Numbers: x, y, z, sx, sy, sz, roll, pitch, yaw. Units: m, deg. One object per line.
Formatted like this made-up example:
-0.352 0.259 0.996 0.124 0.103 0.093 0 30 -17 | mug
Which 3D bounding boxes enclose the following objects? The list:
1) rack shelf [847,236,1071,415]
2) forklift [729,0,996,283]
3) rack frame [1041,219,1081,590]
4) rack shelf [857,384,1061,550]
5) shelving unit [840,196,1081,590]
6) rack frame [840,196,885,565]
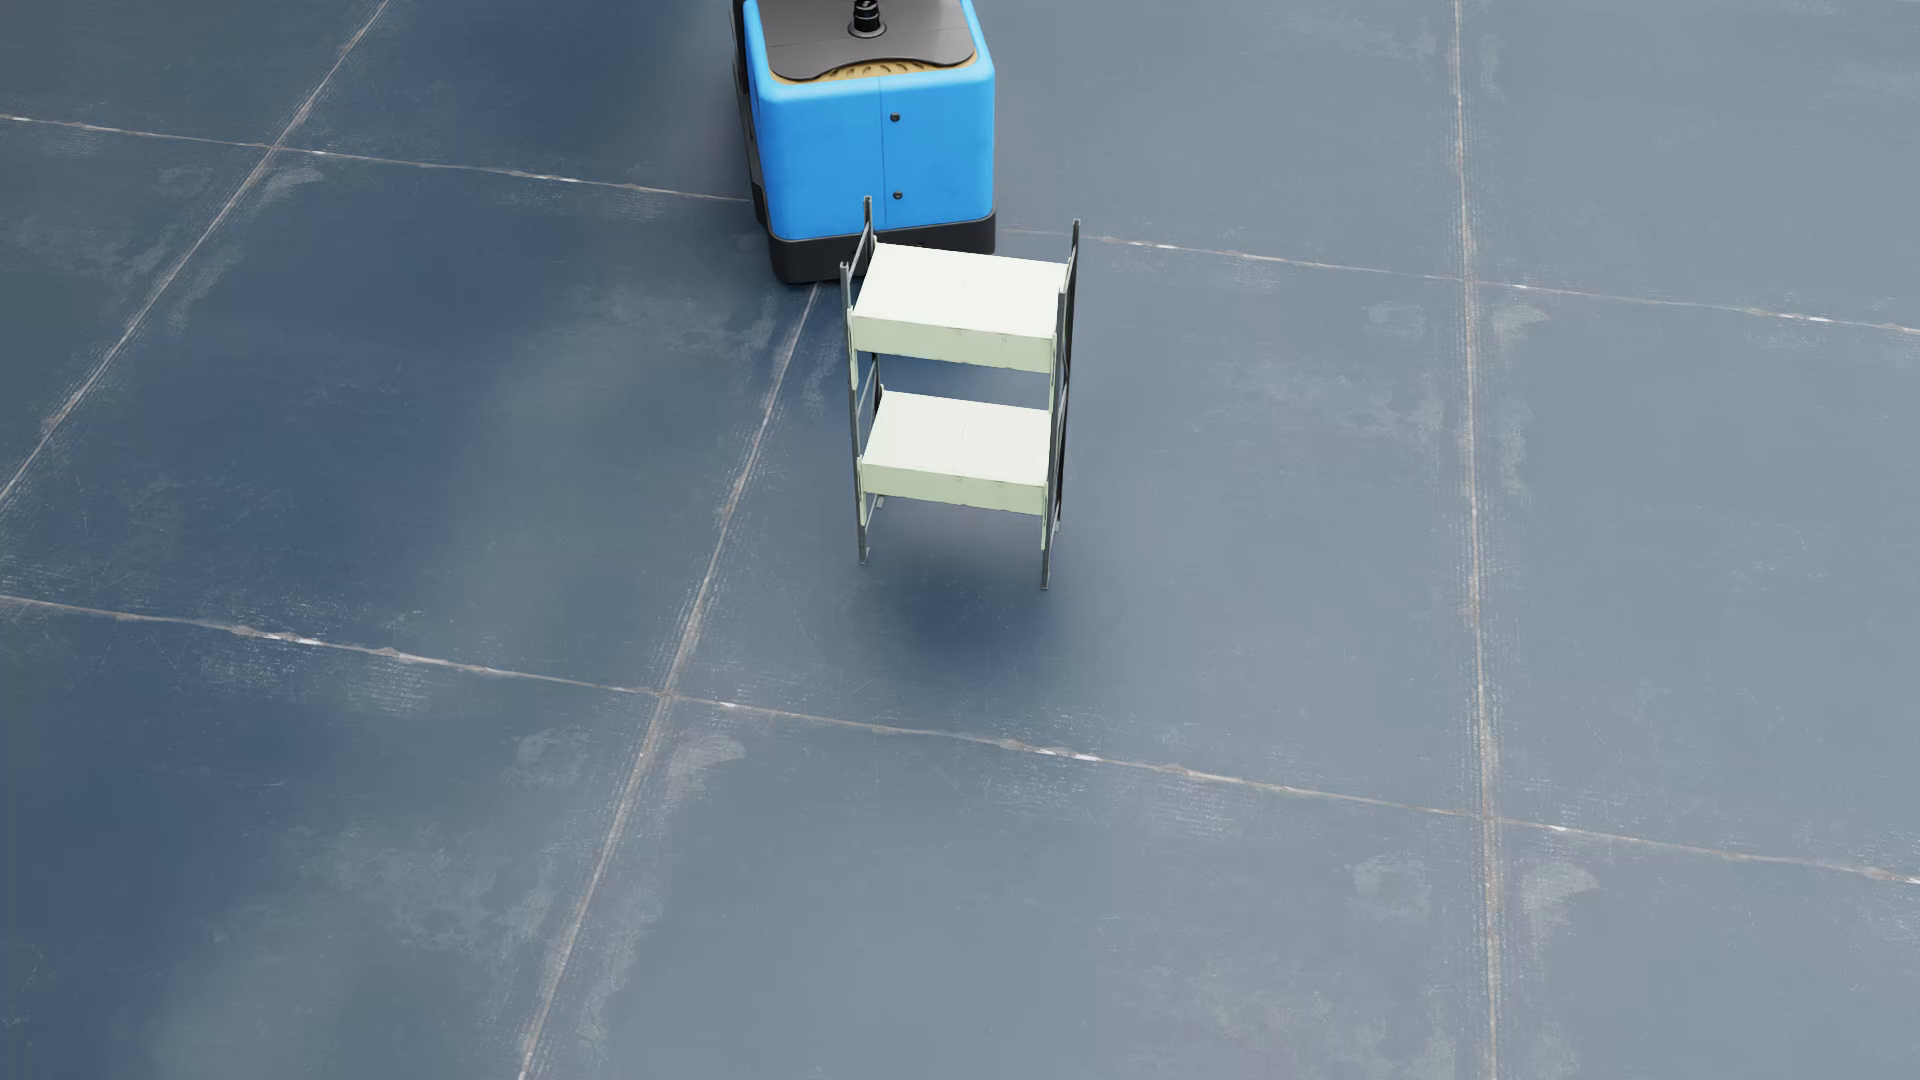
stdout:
0.007 -0.761 5.873 0.720 0.370 0.431 8 49 7 | rack shelf
-0.603 -3.283 7.702 1.130 2.935 3.031 -8 49 -7 | forklift
0.367 -0.452 6.120 0.023 1.500 0.400 8 49 7 | rack frame
0.007 -0.283 6.406 0.720 0.370 0.431 8 49 7 | rack shelf
0.007 -0.500 6.163 0.755 1.500 0.431 8 49 7 | shelving unit
-0.354 -0.549 6.207 0.023 1.500 0.400 8 49 7 | rack frame
